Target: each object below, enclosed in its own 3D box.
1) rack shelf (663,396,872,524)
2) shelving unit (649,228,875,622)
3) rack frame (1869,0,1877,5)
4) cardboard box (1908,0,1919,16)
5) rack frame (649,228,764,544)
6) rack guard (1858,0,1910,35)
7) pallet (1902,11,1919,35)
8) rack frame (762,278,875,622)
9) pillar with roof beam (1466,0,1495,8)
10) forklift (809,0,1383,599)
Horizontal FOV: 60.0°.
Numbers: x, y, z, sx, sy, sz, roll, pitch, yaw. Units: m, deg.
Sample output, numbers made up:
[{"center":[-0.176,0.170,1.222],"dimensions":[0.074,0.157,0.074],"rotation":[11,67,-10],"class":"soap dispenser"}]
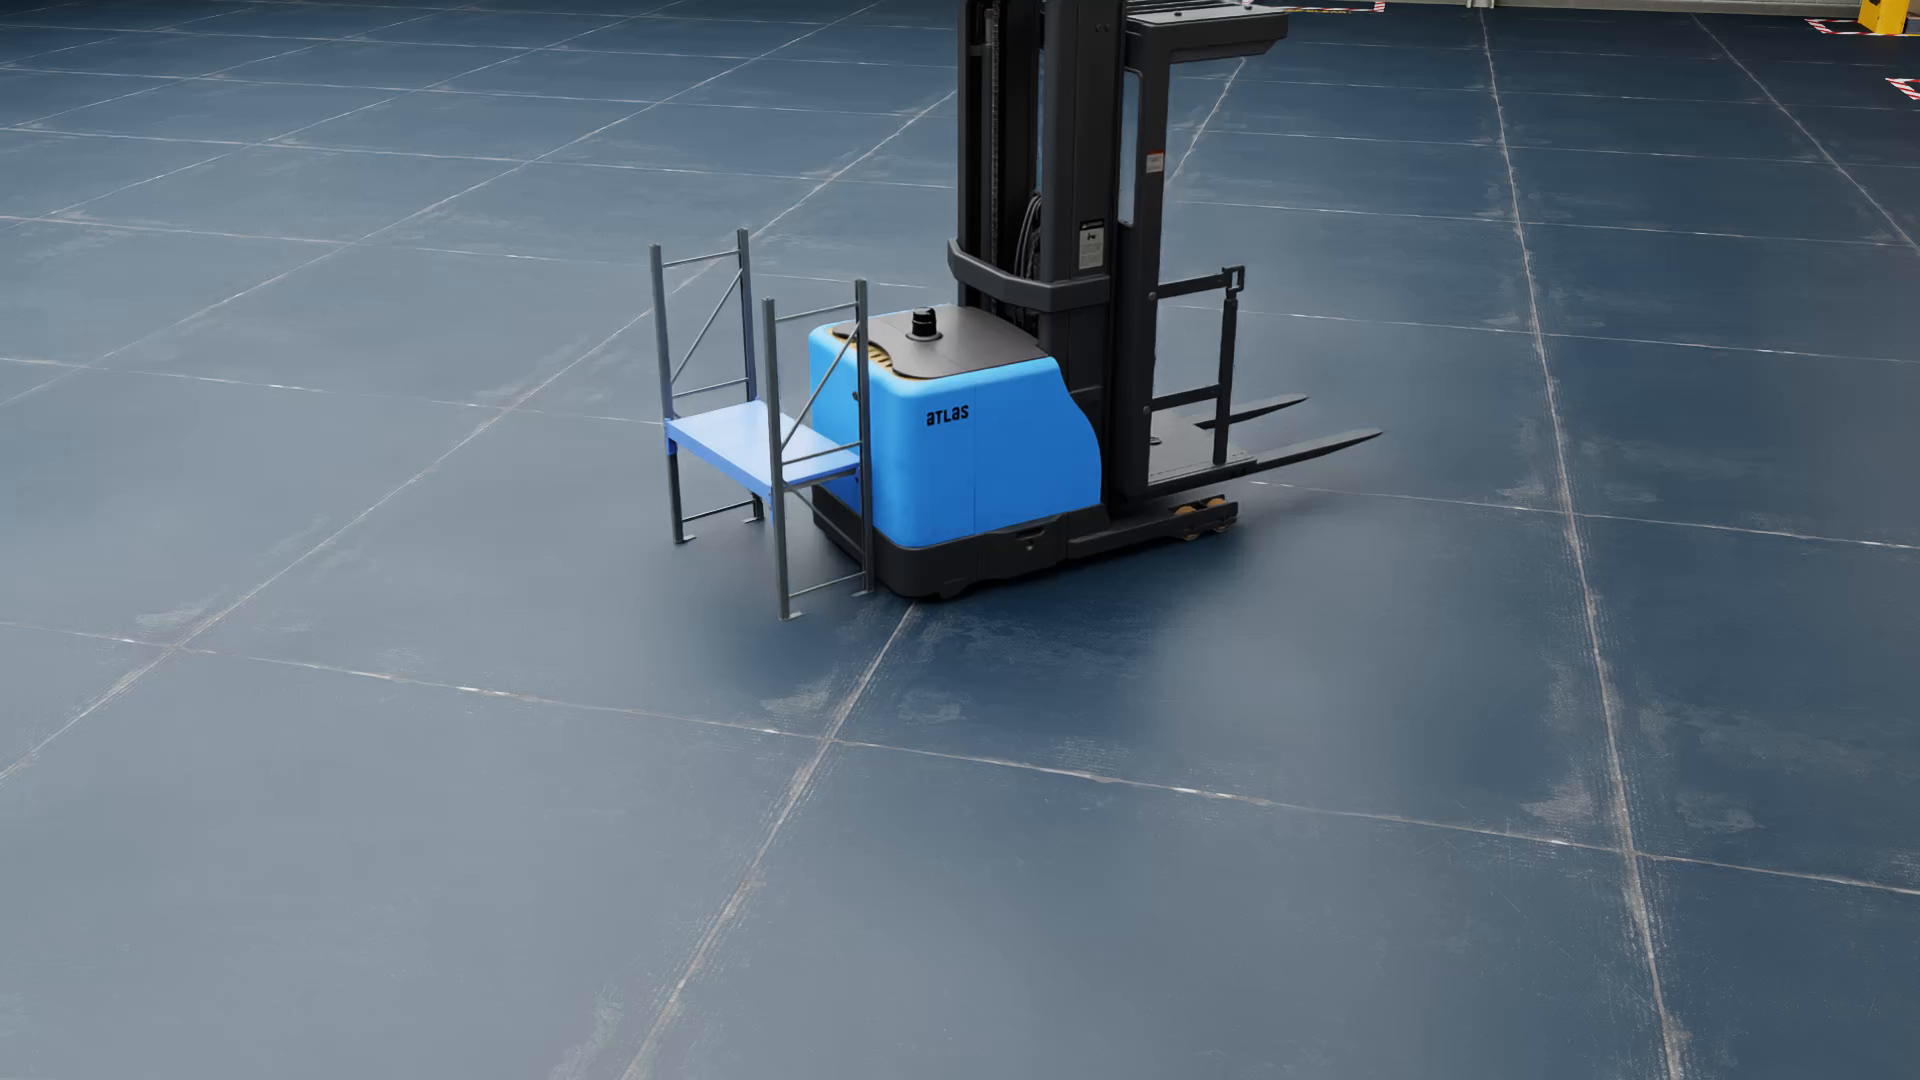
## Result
[{"center":[-0.909,-0.389,7.741],"dimensions":[0.538,0.185,1.000],"rotation":[-18,31,-32],"class":"rack shelf"},{"center":[-0.909,-0.552,7.664],"dimensions":[0.538,1.500,1.048],"rotation":[-18,31,-32],"class":"shelving unit"},{"center":[12.835,-8.550,22.720],"dimensions":[0.127,3.000,1.000],"rotation":[6,26,13],"class":"rack frame"},{"center":[13.483,-7.424,22.969],"dimensions":[0.500,0.311,0.500],"rotation":[3,26,7],"class":"cardboard box"},{"center":[-1.210,-0.728,8.034],"dimensions":[0.500,1.500,0.032],"rotation":[-18,31,-32],"class":"rack frame"},{"center":[12.909,-7.414,23.241],"dimensions":[0.348,0.500,1.175],"rotation":[6,26,13],"class":"rack guard"},{"center":[13.687,-7.182,23.089],"dimensions":[1.213,0.211,1.003],"rotation":[6,26,13],"class":"pallet"},{"center":[-0.608,-0.376,7.294],"dimensions":[0.500,1.500,0.032],"rotation":[-18,31,-32],"class":"rack frame"},{"center":[6.845,-10.394,19.614],"dimensions":[0.400,9.000,9.100],"rotation":[6,26,13],"class":"pillar with roof beam"},{"center":[0.803,-1.504,7.998],"dimensions":[3.031,2.935,1.130],"rotation":[-14,29,-27],"class":"forklift"}]
